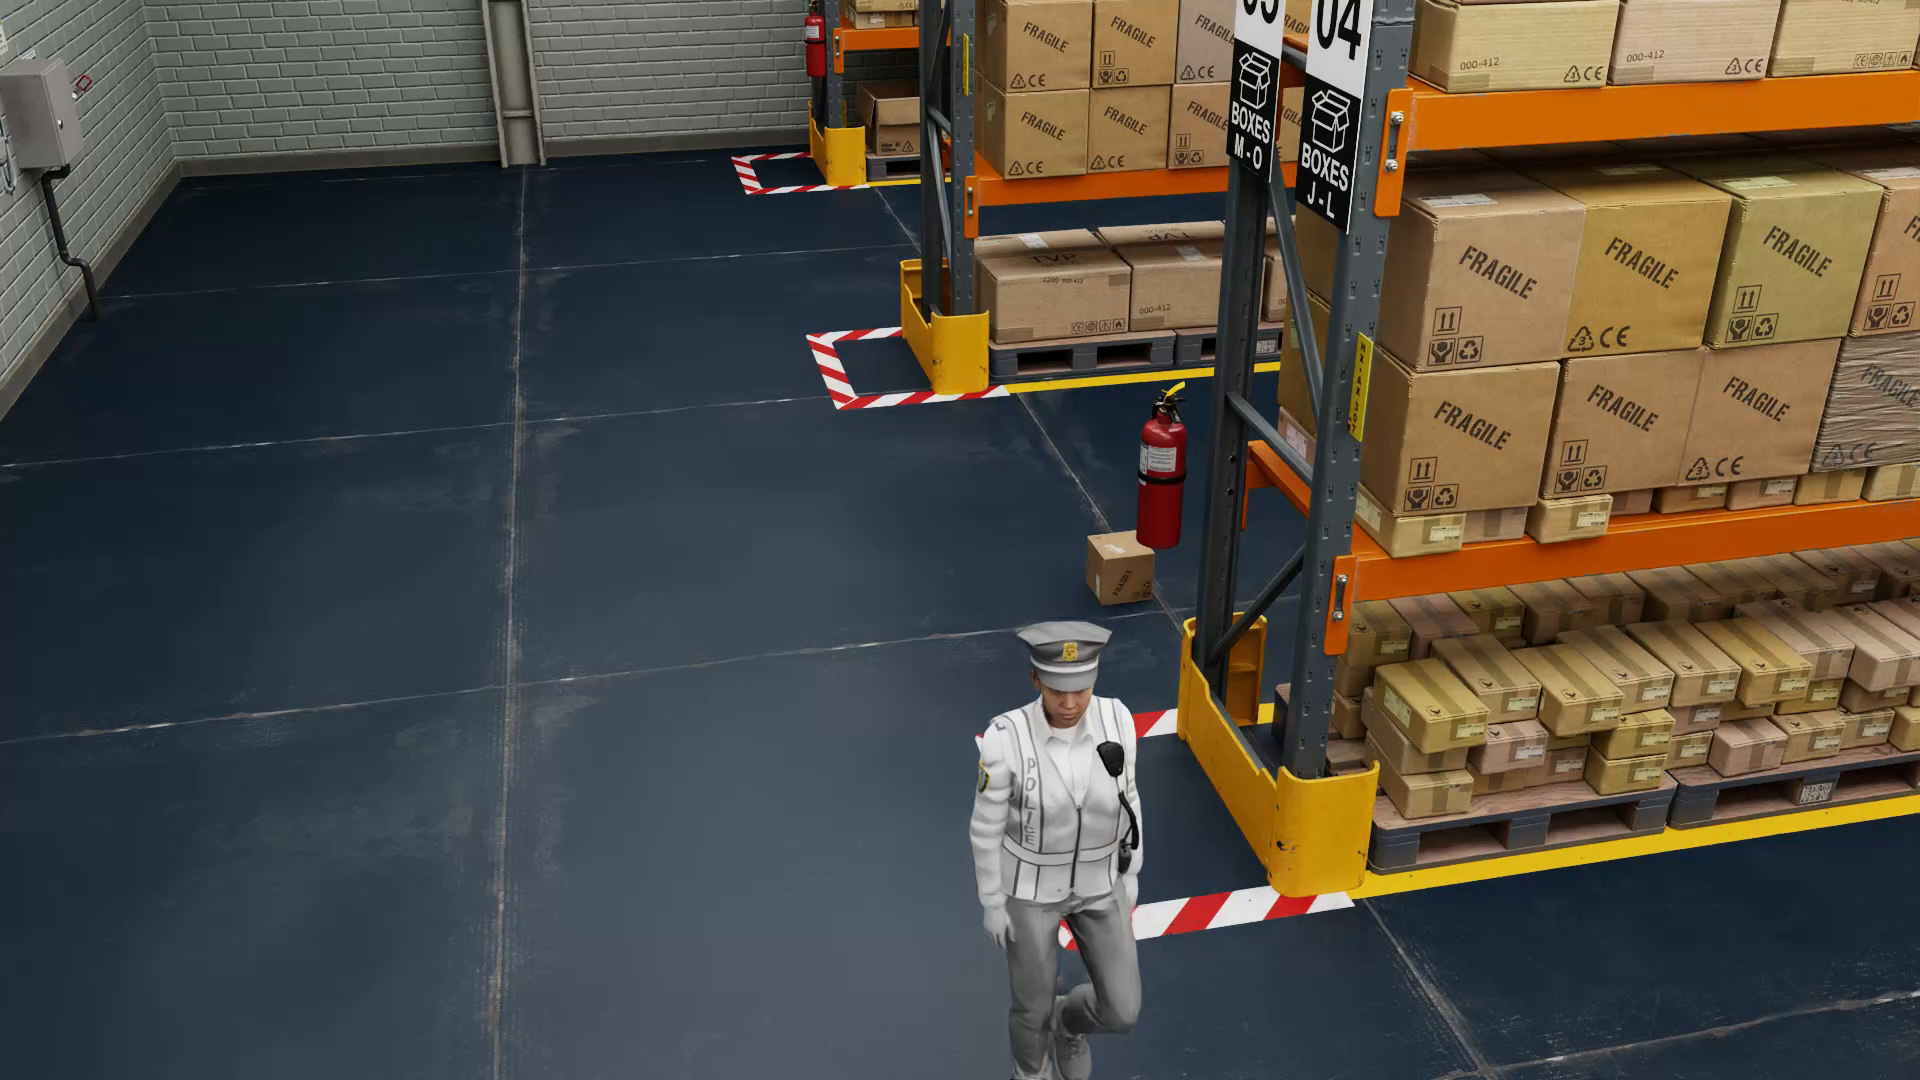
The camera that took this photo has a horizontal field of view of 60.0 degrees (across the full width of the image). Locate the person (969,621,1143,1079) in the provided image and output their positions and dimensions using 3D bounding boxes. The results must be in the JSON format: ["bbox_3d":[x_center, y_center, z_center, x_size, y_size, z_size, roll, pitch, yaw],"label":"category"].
[{"bbox_3d":[0.283,0.970,4.623,0.507,1.679,0.433,-7,28,-13],"label":"person"}]
